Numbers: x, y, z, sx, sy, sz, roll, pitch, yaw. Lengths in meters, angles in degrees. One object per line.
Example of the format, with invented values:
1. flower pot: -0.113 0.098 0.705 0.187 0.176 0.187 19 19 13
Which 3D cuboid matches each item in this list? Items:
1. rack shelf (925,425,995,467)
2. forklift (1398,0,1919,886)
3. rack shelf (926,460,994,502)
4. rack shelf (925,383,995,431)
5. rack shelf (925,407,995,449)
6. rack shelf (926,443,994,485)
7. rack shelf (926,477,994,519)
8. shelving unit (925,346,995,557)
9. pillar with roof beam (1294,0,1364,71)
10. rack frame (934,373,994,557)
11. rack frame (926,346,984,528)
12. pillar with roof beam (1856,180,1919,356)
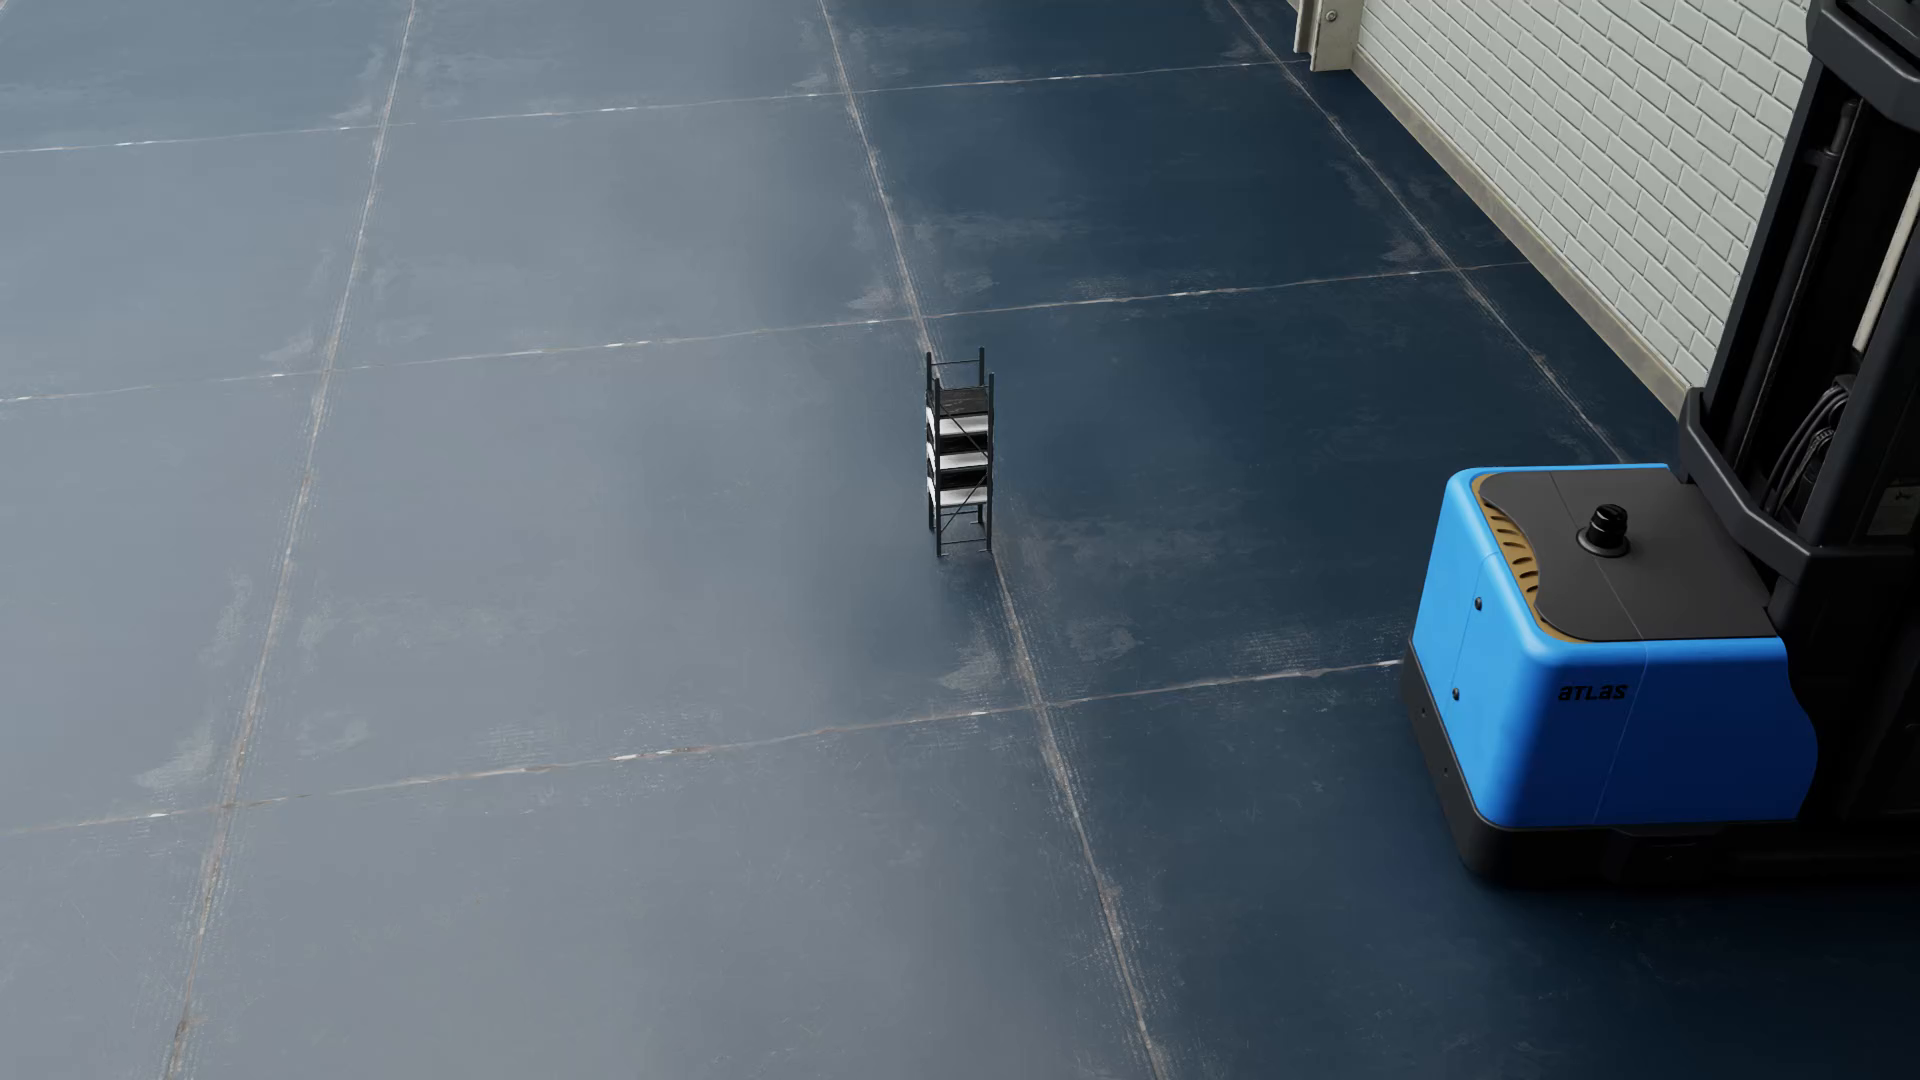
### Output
1. rack shelf: -0.001 -0.405 6.945 0.258 0.077 0.200 -6 38 -8
2. forklift: 3.219 -0.307 5.256 3.031 2.935 1.130 -2 38 -2
3. rack shelf: -0.001 -0.263 7.056 0.258 0.077 0.200 -6 38 -8
4. rack shelf: -0.001 -0.547 6.835 0.258 0.077 0.200 -6 38 -8
5. rack shelf: -0.001 -0.476 6.890 0.258 0.077 0.200 -6 38 -8
6. rack shelf: -0.001 -0.334 7.001 0.258 0.077 0.200 -6 38 -8
7. rack shelf: -0.001 -0.192 7.111 0.258 0.077 0.200 -6 38 -8
8. shelving unit: -0.001 -0.360 6.980 0.258 0.900 0.210 -6 38 -8
9. pillar with roof beam: -1.711 -6.432 8.195 9.100 9.000 0.400 -6 38 -8
10. rack frame: 0.016 -0.299 6.901 0.240 0.900 0.006 -6 38 -8
11. rack frame: -0.019 -0.422 7.059 0.240 0.900 0.006 -6 38 -8
12. pillar with roof beam: -0.659 -2.808 3.530 9.100 9.000 0.400 -6 38 -8
